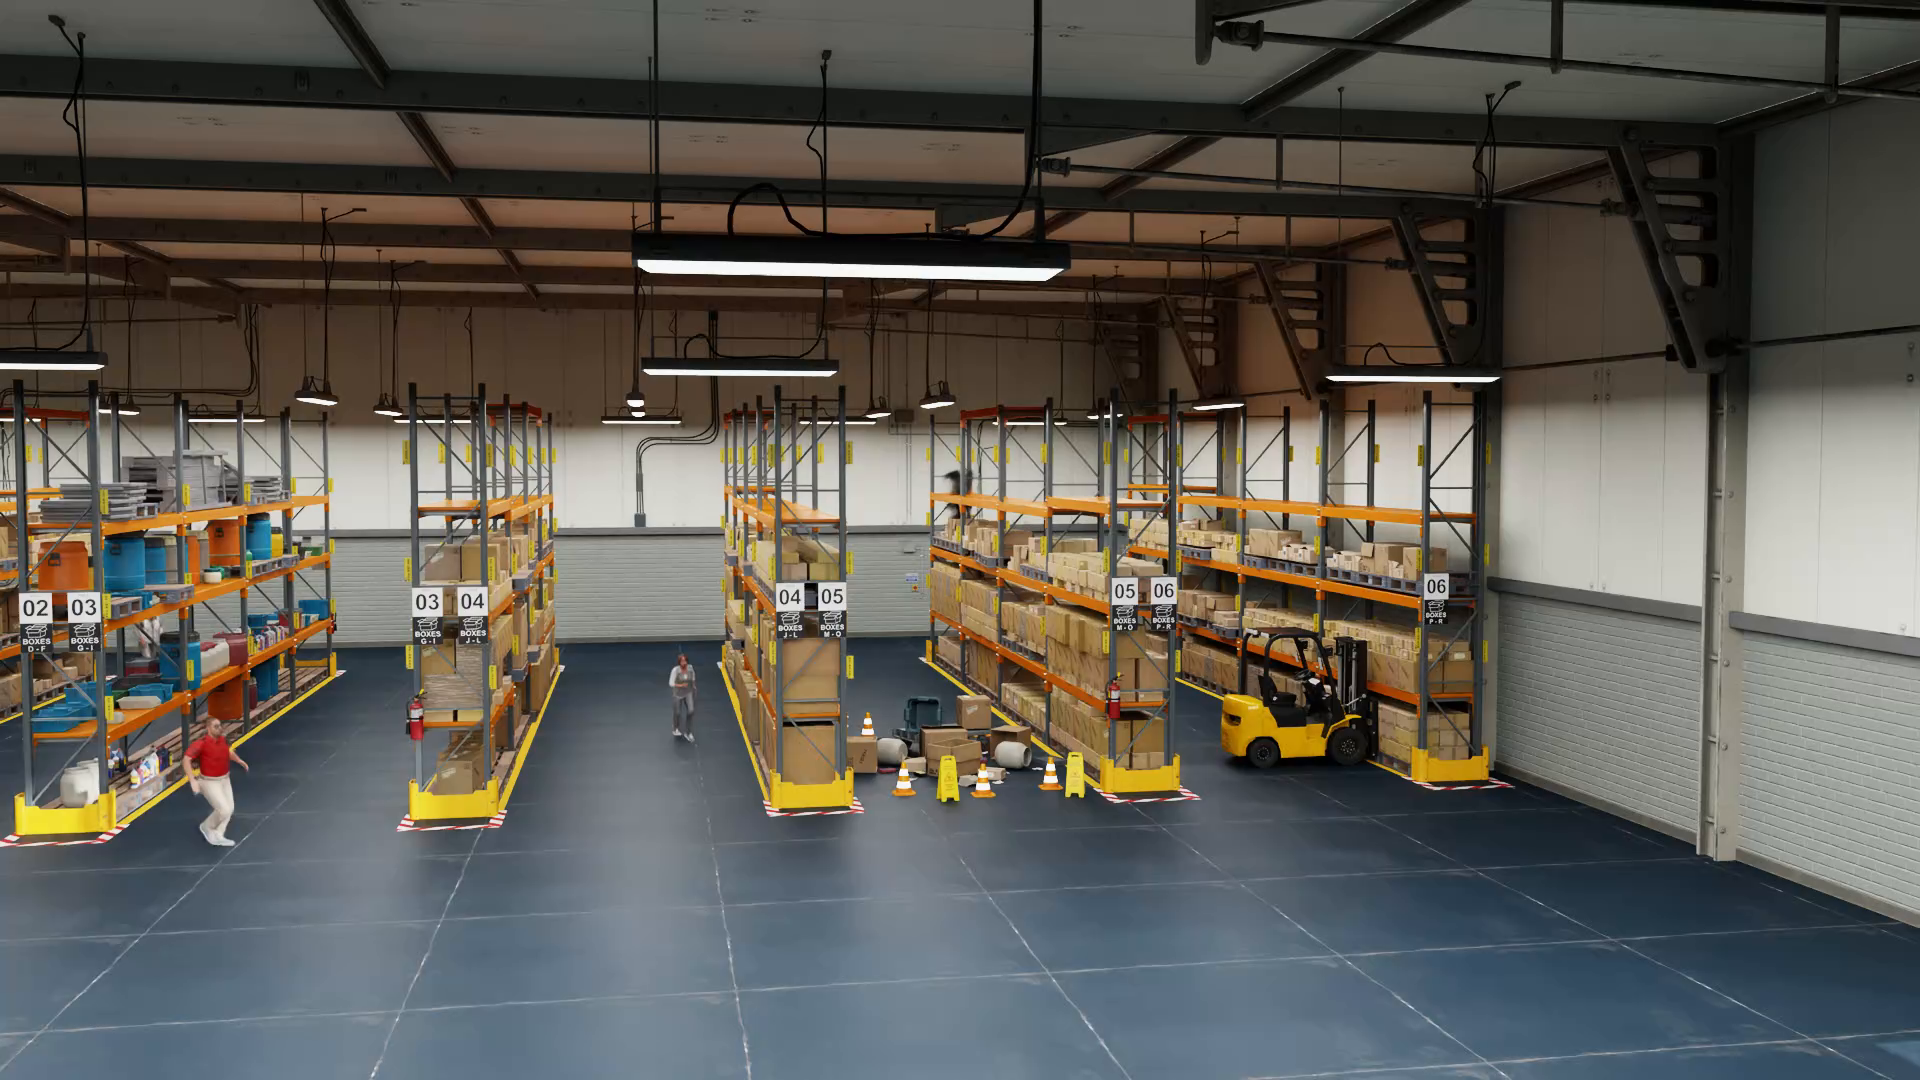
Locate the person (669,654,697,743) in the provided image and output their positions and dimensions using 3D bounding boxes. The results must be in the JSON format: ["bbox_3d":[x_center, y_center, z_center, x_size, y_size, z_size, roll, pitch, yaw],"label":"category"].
[{"bbox_3d":[-4.855,2.768,29.148,0.539,1.526,0.903,-1,3,-22],"label":"person"}]

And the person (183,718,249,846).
[{"bbox_3d":[-9.438,3.091,21.101,0.585,1.685,0.791,1,3,14],"label":"person"}]

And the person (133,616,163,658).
[{"bbox_3d":[-18.299,2.265,37.476,0.872,1.687,0.683,2,3,33],"label":"person"}]
